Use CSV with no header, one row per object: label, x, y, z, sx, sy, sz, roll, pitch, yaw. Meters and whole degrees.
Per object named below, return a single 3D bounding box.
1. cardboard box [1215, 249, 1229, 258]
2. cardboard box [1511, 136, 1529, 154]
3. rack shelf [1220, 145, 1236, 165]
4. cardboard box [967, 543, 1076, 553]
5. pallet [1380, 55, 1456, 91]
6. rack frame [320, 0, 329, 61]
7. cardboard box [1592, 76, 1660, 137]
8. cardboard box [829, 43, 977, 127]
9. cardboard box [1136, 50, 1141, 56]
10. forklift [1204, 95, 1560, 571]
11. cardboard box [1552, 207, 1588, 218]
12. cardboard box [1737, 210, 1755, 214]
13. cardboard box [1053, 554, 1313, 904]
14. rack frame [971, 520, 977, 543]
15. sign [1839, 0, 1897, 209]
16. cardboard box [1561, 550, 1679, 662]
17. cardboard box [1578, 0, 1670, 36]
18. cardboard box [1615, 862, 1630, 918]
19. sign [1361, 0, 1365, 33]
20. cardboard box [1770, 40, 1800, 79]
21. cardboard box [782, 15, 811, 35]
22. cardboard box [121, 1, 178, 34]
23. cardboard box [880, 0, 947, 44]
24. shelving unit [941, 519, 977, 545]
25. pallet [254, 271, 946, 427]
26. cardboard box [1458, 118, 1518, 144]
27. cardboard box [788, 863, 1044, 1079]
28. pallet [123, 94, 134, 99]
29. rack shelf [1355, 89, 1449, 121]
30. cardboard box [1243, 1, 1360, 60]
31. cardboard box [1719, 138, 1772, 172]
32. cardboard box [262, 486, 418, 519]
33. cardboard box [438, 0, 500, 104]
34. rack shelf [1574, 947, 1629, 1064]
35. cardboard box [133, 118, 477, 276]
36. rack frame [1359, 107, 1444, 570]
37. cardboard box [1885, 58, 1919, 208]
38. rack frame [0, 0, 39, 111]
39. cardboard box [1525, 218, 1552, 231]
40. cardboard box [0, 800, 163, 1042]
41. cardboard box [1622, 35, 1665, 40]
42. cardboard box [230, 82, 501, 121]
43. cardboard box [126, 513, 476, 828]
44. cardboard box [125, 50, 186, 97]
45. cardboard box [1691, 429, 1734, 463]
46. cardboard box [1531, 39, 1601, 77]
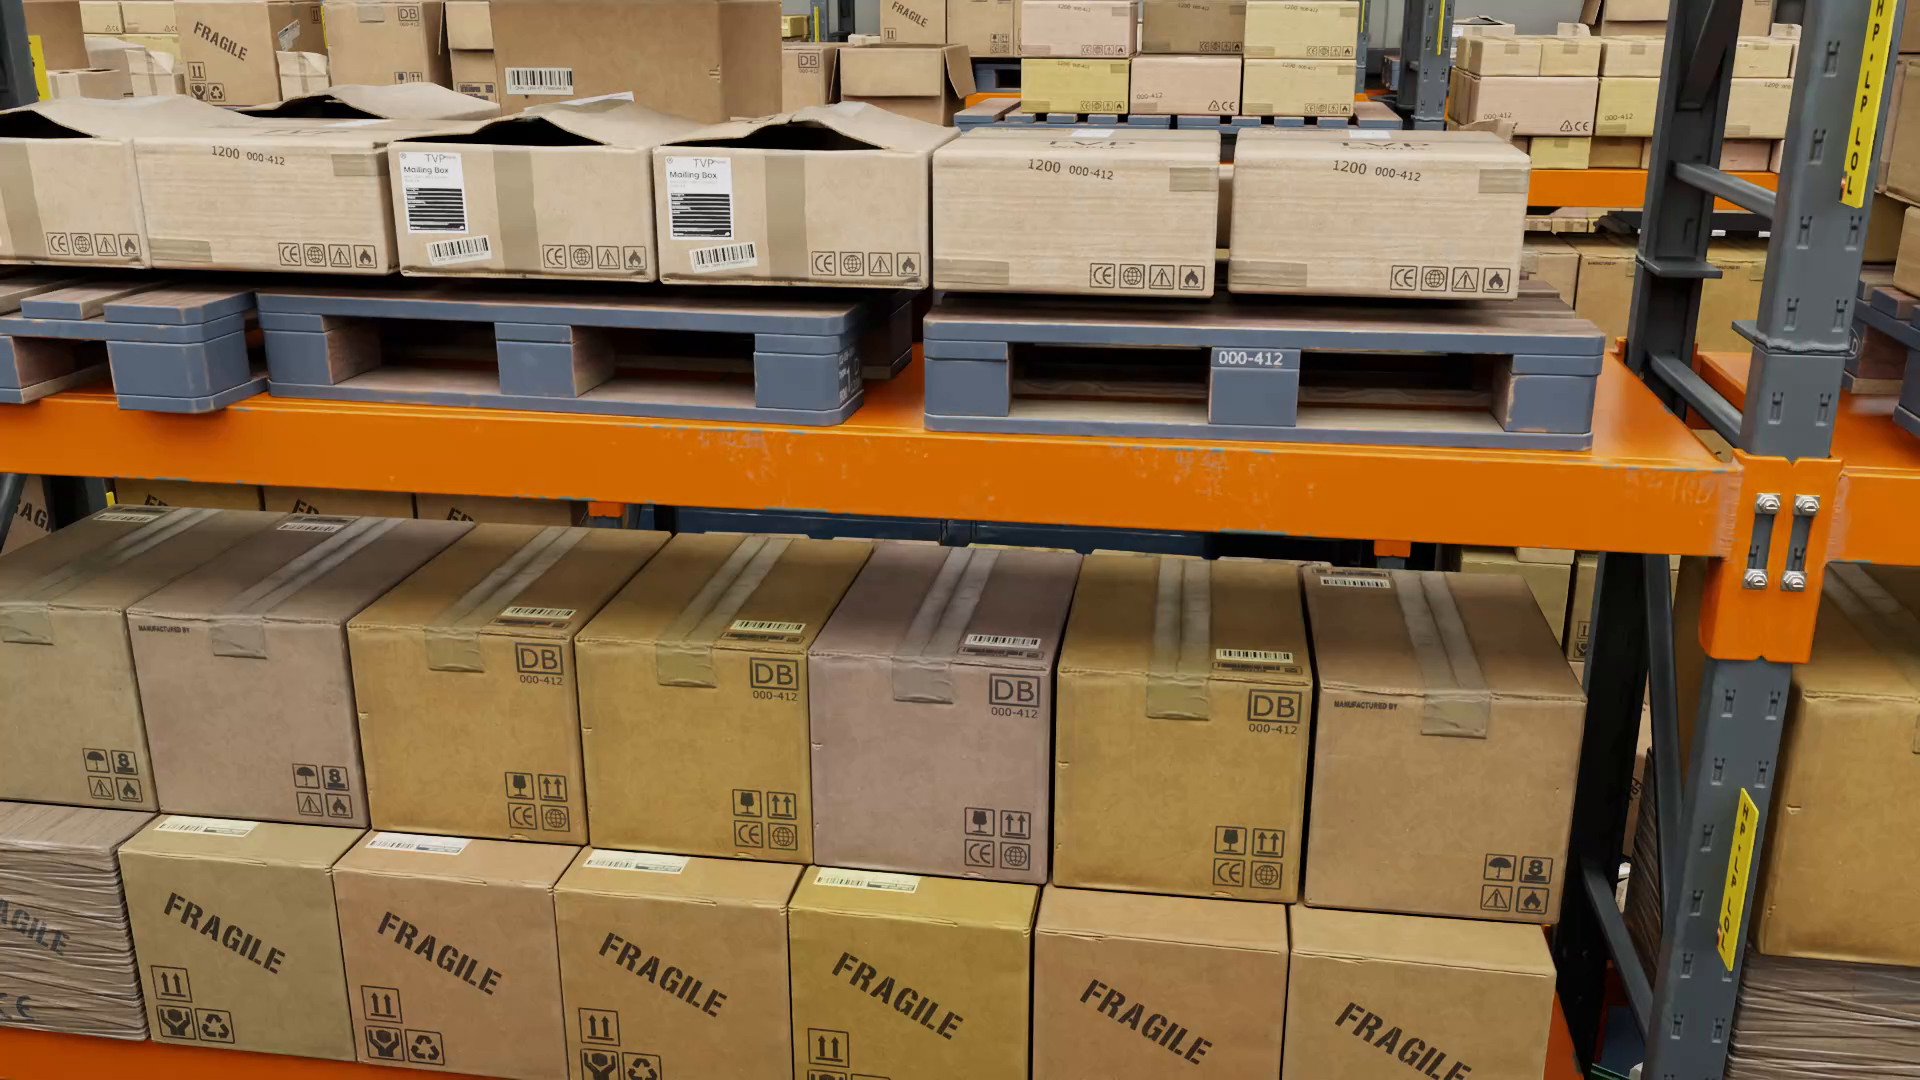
cardboard box,1.924,-2.286,12.857,0.500,0.250,0.500,2,19,7
cardboard box,2.447,-1.806,7.643,0.250,0.149,0.380,3,19,8
rack shelf,0.200,-1.779,8.298,4.000,0.370,1.077,3,19,9
cardboard box,0.260,0.355,8.994,0.625,0.372,0.950,4,19,10
pallet,3.805,-3.498,12.441,1.213,0.211,1.003,3,19,9
rack frame,-4.940,-5.399,13.258,0.127,3.000,1.000,3,19,9
cardboard box,3.077,-1.958,7.468,0.500,0.250,0.500,3,19,8
cardboard box,-0.264,-2.202,8.265,0.637,0.503,0.797,3,19,9
cardboard box,0.660,-2.346,8.434,0.500,0.250,0.500,3,19,8
forklift,3.119,-1.238,10.383,3.031,2.935,1.130,3,19,7
cardboard box,4.511,-2.499,12.396,0.250,0.149,0.380,3,19,8
cardboard box,5.776,-2.442,12.225,0.250,0.149,0.380,3,19,9
cardboard box,0.490,0.389,3.679,0.500,0.500,0.700,3,19,8
rack frame,0.092,-0.422,11.146,0.006,0.900,0.240,3,19,9
sign,1.413,-0.687,2.591,0.005,0.325,0.100,3,19,9
cardboard box,3.245,0.290,8.198,0.500,0.500,0.500,4,19,11
cardboard box,4.865,-3.739,12.040,0.637,0.503,0.797,4,19,10
cardboard box,2.639,1.413,6.661,0.396,0.266,0.258,-11,21,-29
sign,2.882,-3.798,11.890,0.005,0.325,0.100,3,19,9
cardboard box,3.729,-2.112,7.299,0.250,0.149,0.380,3,19,8
cardboard box,-1.310,-4.140,13.360,0.250,0.149,0.380,2,19,7
cardboard box,-6.478,-4.285,13.634,0.500,0.250,0.500,3,19,10
cardboard box,-0.314,-3.957,12.697,0.500,0.500,0.500,3,19,9
shelving unit,-0.008,-0.427,11.162,0.210,0.900,0.258,3,19,9
pallet,-0.711,-0.504,3.652,1.213,0.211,1.003,4,19,11
cardboard box,0.933,-0.755,3.496,0.396,0.266,0.258,3,19,8
cardboard box,-0.066,0.918,3.673,0.500,0.500,0.500,3,19,9
pallet,-4.811,-2.300,9.025,1.217,0.209,0.805,2,19,6
rack shelf,4.933,-3.133,12.344,4.000,0.370,1.077,3,19,9
cardboard box,1.583,-2.373,7.729,0.500,0.250,0.500,3,19,10
cardboard box,3.459,-1.757,7.495,0.250,0.149,0.380,2,19,7
cardboard box,-3.323,-0.096,9.551,0.875,0.875,0.875,3,19,9
cardboard box,-2.170,-2.440,8.317,0.637,0.503,0.797,2,19,5
rack shelf,3.464,1.401,3.522,4.000,0.370,1.077,3,19,9
cardboard box,-1.285,-0.709,3.386,0.500,0.250,0.500,3,19,10
rack frame,2.175,-0.597,8.359,0.127,3.000,1.000,3,19,9
cardboard box,1.928,-0.667,2.791,0.500,0.250,0.500,3,19,9
rack frame,-2.460,-2.087,3.359,0.127,3.000,1.000,3,19,9
cardboard box,4.240,-2.342,12.396,0.250,0.149,0.380,3,19,8
cardboard box,-2.059,0.818,3.974,0.500,0.500,0.500,3,19,9
cardboard box,3.311,-2.328,7.947,0.250,0.149,0.380,3,19,10
cardboard box,-1.380,-0.910,3.890,0.500,0.311,0.500,3,19,9
cardboard box,-1.518,0.287,3.984,0.500,0.500,0.700,3,19,8
cardboard box,-3.975,-2.356,8.438,0.258,0.266,0.396,4,19,13
cardboard box,3.558,-0.628,7.827,0.500,0.500,0.500,3,19,8
cardboard box,2.696,-2.156,7.431,0.250,0.149,0.380,3,19,10
